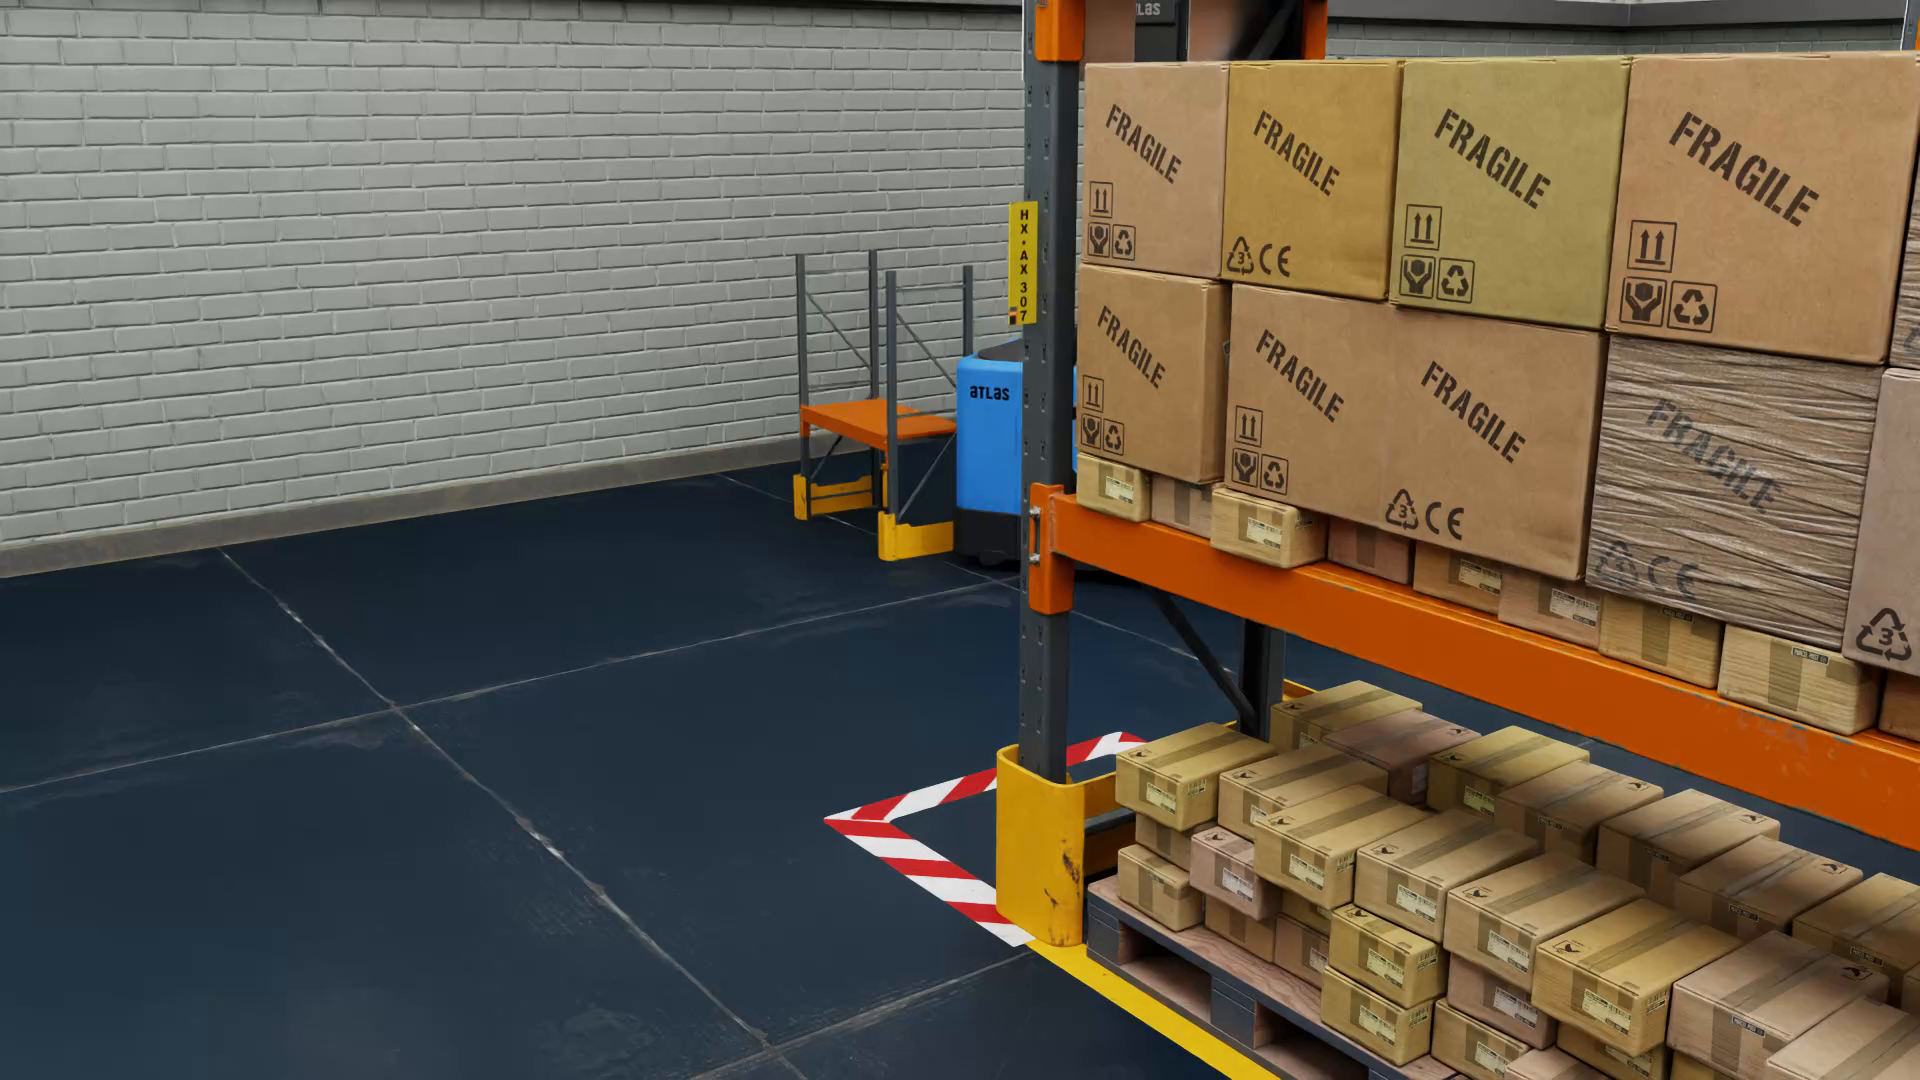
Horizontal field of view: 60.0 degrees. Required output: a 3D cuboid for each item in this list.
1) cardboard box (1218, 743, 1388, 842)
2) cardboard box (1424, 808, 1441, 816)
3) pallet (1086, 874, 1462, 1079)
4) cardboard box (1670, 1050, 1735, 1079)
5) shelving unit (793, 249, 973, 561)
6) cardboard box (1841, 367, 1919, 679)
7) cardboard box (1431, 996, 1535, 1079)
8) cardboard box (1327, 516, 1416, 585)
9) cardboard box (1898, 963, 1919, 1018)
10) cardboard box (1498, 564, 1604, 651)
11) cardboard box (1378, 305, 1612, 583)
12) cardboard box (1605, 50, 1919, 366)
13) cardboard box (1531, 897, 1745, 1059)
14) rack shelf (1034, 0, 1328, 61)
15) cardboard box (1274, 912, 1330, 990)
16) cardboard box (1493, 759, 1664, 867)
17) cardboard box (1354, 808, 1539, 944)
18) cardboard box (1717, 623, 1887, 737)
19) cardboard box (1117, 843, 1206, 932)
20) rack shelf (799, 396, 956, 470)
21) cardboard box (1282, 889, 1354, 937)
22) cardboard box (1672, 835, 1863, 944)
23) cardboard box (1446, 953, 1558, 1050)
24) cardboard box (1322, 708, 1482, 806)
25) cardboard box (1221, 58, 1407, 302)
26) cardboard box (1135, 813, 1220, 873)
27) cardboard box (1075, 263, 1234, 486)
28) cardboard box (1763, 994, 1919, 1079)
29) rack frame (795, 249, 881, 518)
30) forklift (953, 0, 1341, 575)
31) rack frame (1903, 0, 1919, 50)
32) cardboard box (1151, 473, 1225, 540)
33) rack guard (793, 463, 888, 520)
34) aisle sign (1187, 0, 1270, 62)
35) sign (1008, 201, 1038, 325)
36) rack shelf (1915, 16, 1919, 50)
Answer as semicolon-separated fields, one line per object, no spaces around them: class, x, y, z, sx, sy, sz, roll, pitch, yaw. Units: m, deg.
cardboard box;0.904;0.680;4.386;0.380;0.149;0.250;-10;18;-34
cardboard box;1.459;0.798;4.519;0.380;0.149;0.250;-12;19;-37
pallet;1.105;1.130;4.547;1.003;0.211;1.213;-11;19;-35
cardboard box;1.682;1.101;3.413;0.380;0.149;0.250;-10;18;-32
shelving unit;-0.425;-0.774;9.062;0.587;1.500;1.083;-9;18;-30
cardboard box;1.854;-0.024;2.730;0.500;0.500;0.500;-11;19;-35
cardboard box;1.320;1.131;3.868;0.380;0.149;0.250;-11;19;-34
cardboard box;1.098;-0.021;3.946;0.380;0.149;0.250;-10;18;-32
cardboard box;2.143;0.945;3.419;0.380;0.149;0.250;-12;19;-37
cardboard box;1.359;0.098;3.512;0.380;0.149;0.250;-11;19;-36
cardboard box;1.265;-0.246;3.540;0.500;0.500;0.500;-11;19;-34
cardboard box;1.552;-0.617;3.003;0.500;0.500;0.500;-12;19;-36
cardboard box;1.434;0.918;3.517;0.380;0.149;0.250;-11;19;-34
rack shelf;1.787;-1.083;3.030;1.077;0.370;4.000;-11;19;-35
cardboard box;1.032;1.019;4.275;0.380;0.149;0.250;-11;19;-34
cardboard box;1.585;0.713;4.268;0.380;0.149;0.250;-12;19;-37
cardboard box;1.161;0.794;3.970;0.380;0.149;0.250;-12;19;-37
cardboard box;1.628;0.218;3.073;0.380;0.149;0.250;-10;18;-33
cardboard box;0.660;0.924;4.622;0.380;0.149;0.250;-10;18;-33
rack shelf;-0.420;-0.598;9.102;0.538;0.185;1.000;-9;18;-30
cardboard box;1.042;0.877;4.233;0.380;0.149;0.250;-11;19;-34
cardboard box;1.853;0.835;3.822;0.380;0.149;0.250;-12;19;-36
cardboard box;1.338;0.990;3.818;0.380;0.149;0.250;-12;19;-37
cardboard box;1.229;0.612;4.636;0.380;0.149;0.250;-10;18;-33
cardboard box;0.962;-0.840;3.817;0.500;0.500;0.500;-10;18;-33
cardboard box;0.711;0.771;4.619;0.380;0.149;0.250;-10;18;-32
cardboard box;0.651;-0.463;4.332;0.500;0.500;0.500;-10;18;-32
cardboard box;1.717;1.027;3.119;0.380;0.149;0.250;-12;19;-36
rack frame;-0.687;-0.886;9.472;0.500;1.500;0.032;-9;18;-30
forklift;1.530;-1.247;8.080;3.031;2.935;1.130;7;17;23
rack frame;4.556;-1.200;7.778;1.000;3.000;0.127;-11;19;-35
cardboard box;0.719;-0.121;4.311;0.380;0.149;0.250;-10;18;-33
rack guard;-0.686;-0.283;9.636;0.587;0.250;0.087;-9;18;-30
aisle sign;0.811;-1.726;4.776;0.394;0.787;0.004;-11;19;-35
sign;0.172;-0.743;4.470;0.100;0.325;0.005;-11;19;-35
rack shelf;5.732;-1.873;5.917;1.077;0.370;4.000;-11;19;-35
